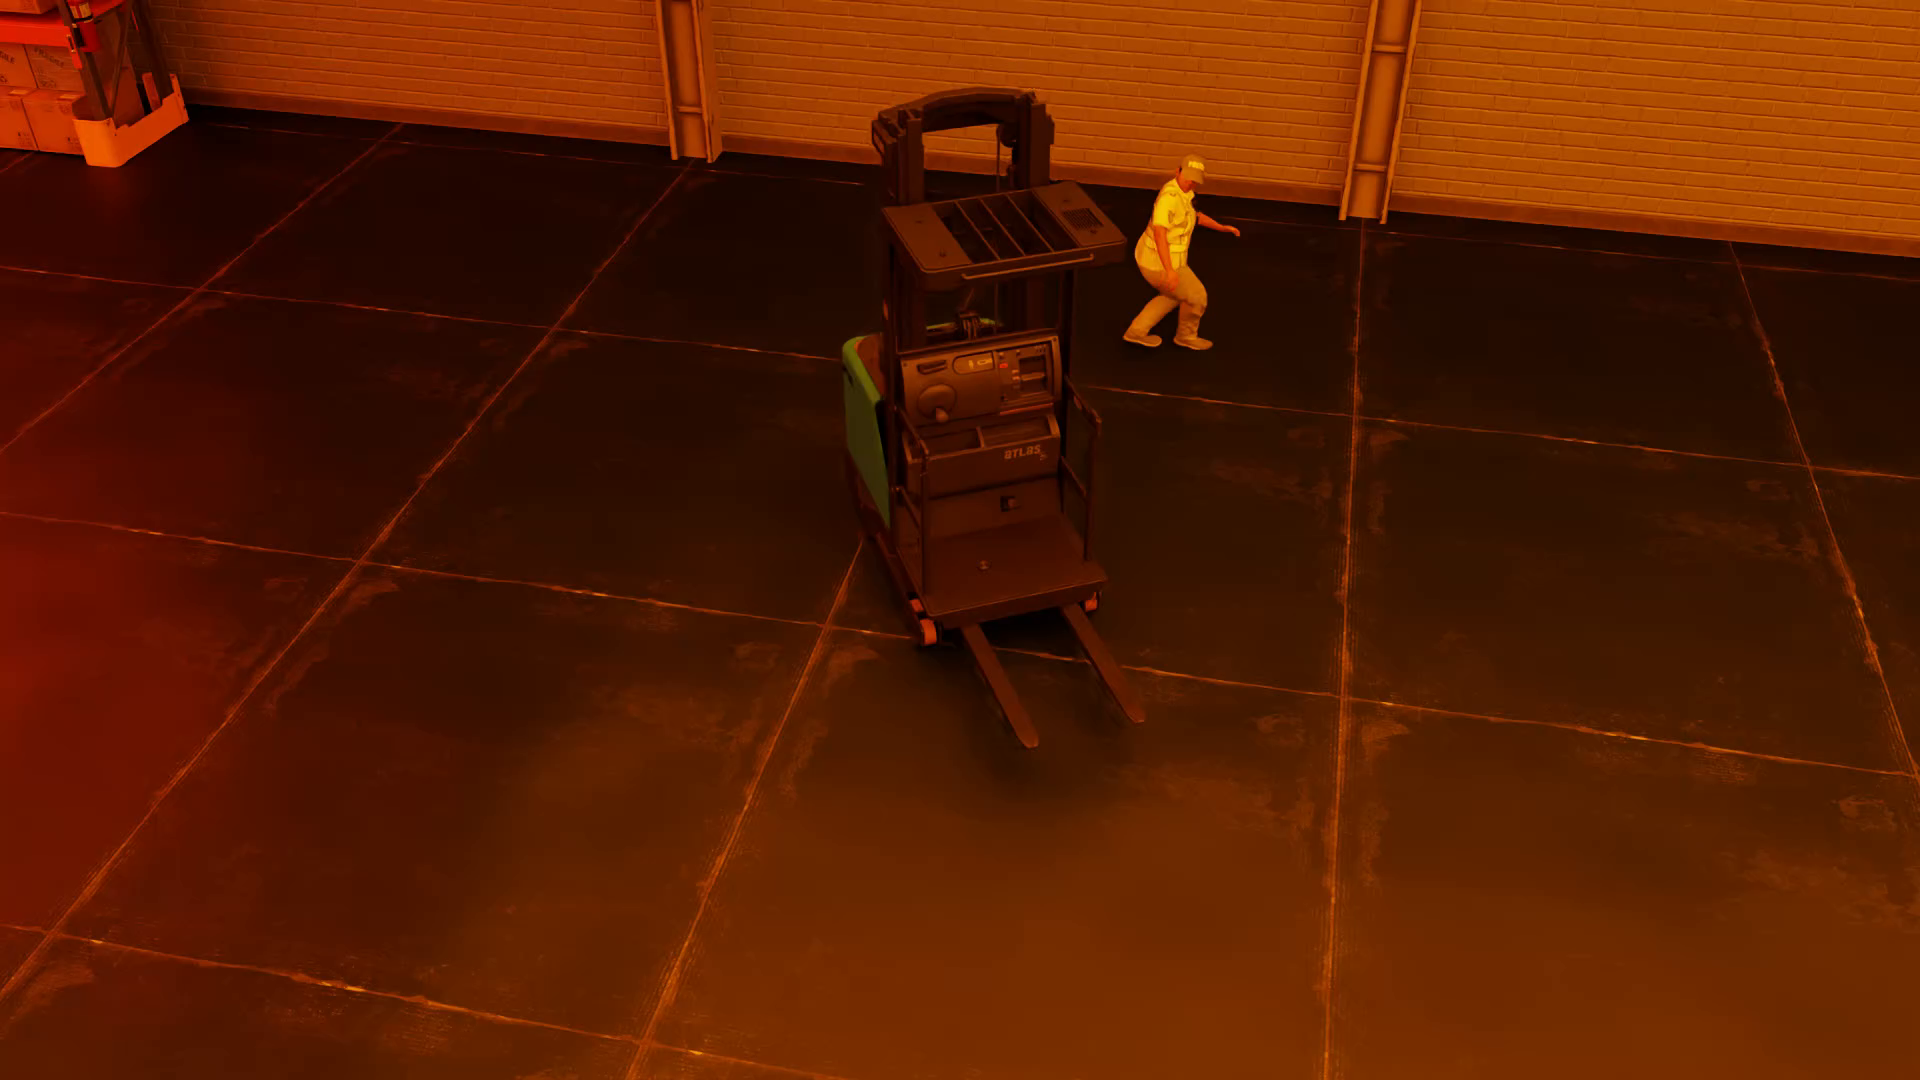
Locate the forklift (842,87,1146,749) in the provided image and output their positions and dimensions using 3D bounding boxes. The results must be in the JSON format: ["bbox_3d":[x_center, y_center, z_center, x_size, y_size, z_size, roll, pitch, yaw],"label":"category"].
[{"bbox_3d":[0.193,-0.832,9.162,1.130,2.935,3.031,-11,38,-15],"label":"forklift"}]

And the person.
[{"bbox_3d":[1.612,-1.987,11.912,0.808,1.541,0.803,-1,37,-1],"label":"person"}]
